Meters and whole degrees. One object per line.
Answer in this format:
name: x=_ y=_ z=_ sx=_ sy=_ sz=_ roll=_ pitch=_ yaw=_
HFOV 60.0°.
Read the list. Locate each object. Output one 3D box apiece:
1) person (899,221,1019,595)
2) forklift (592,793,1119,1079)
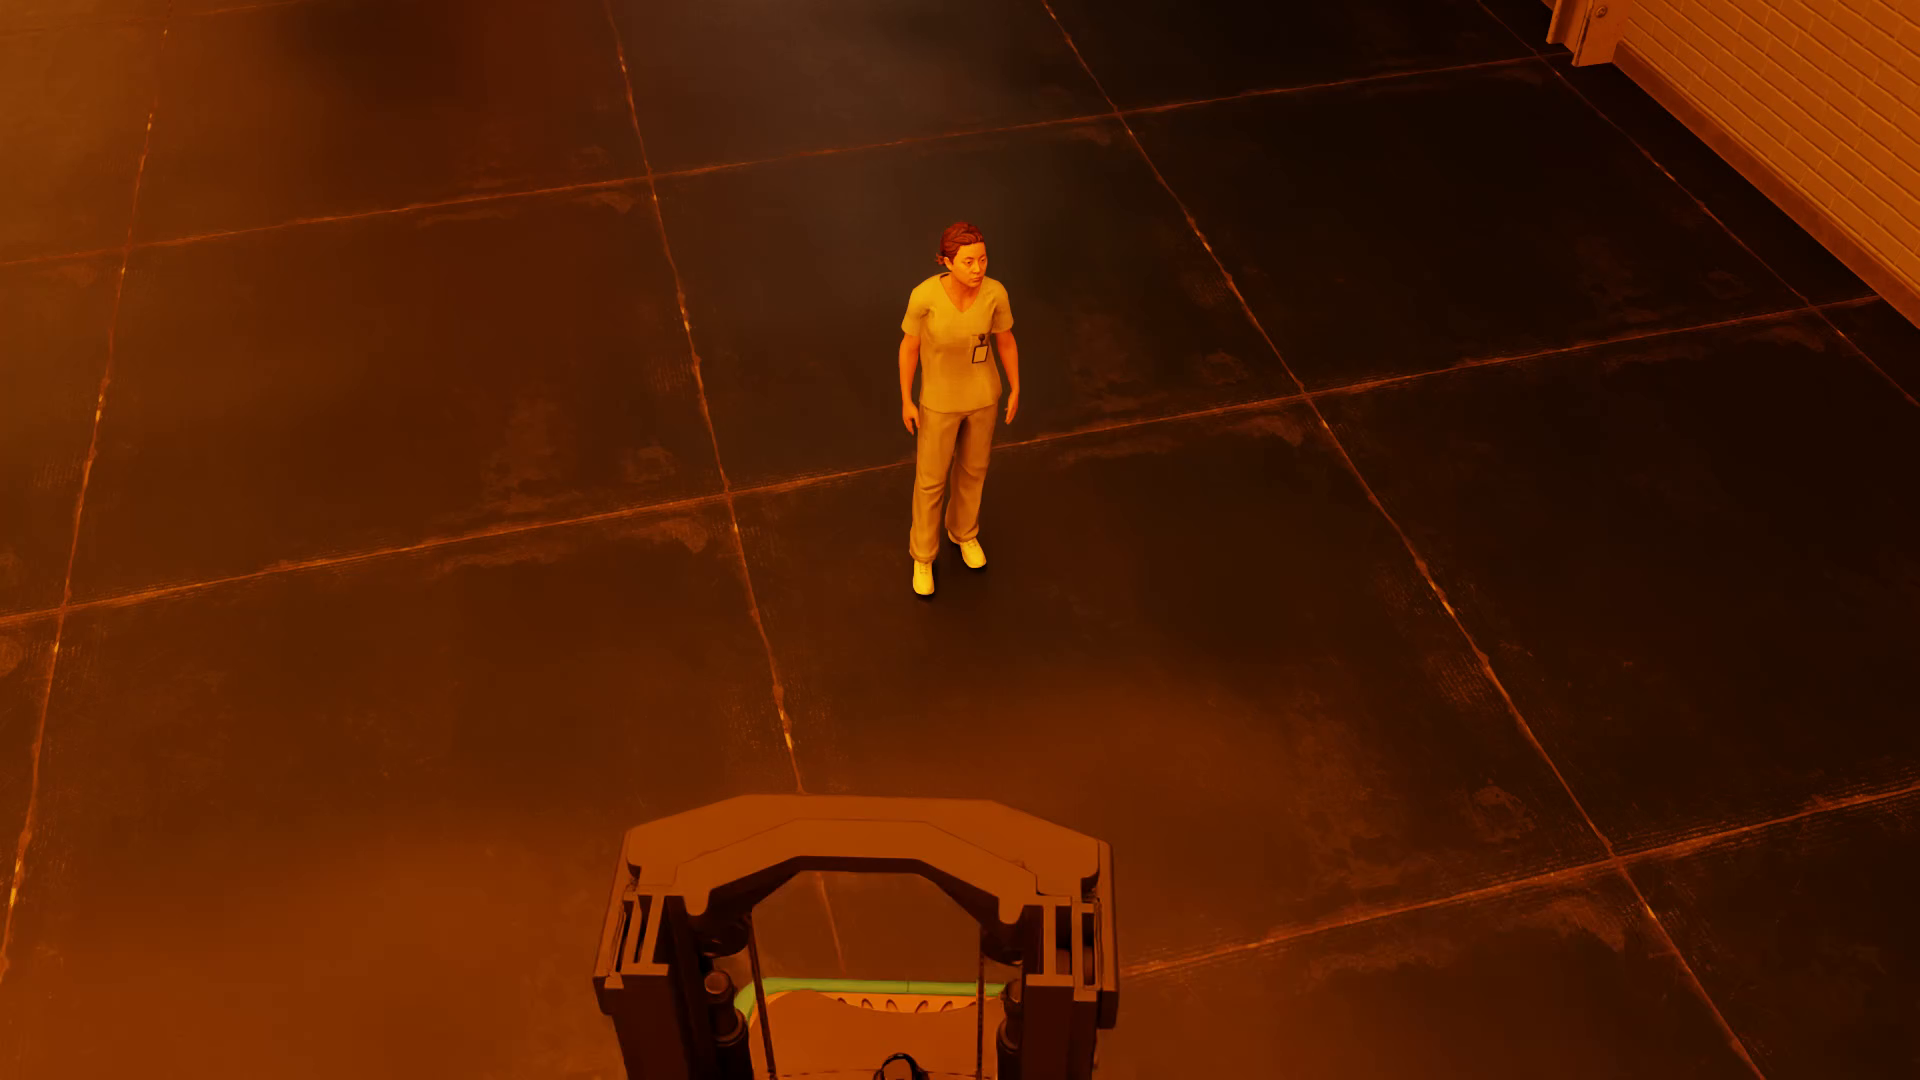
person: x=0.006 y=-0.563 z=7.144 sx=0.549 sy=1.673 sz=0.548 roll=-10 pitch=44 yaw=-11
forklift: x=-0.198 y=2.019 z=3.509 sx=1.130 sy=2.935 sz=3.031 roll=1 pitch=43 yaw=1
